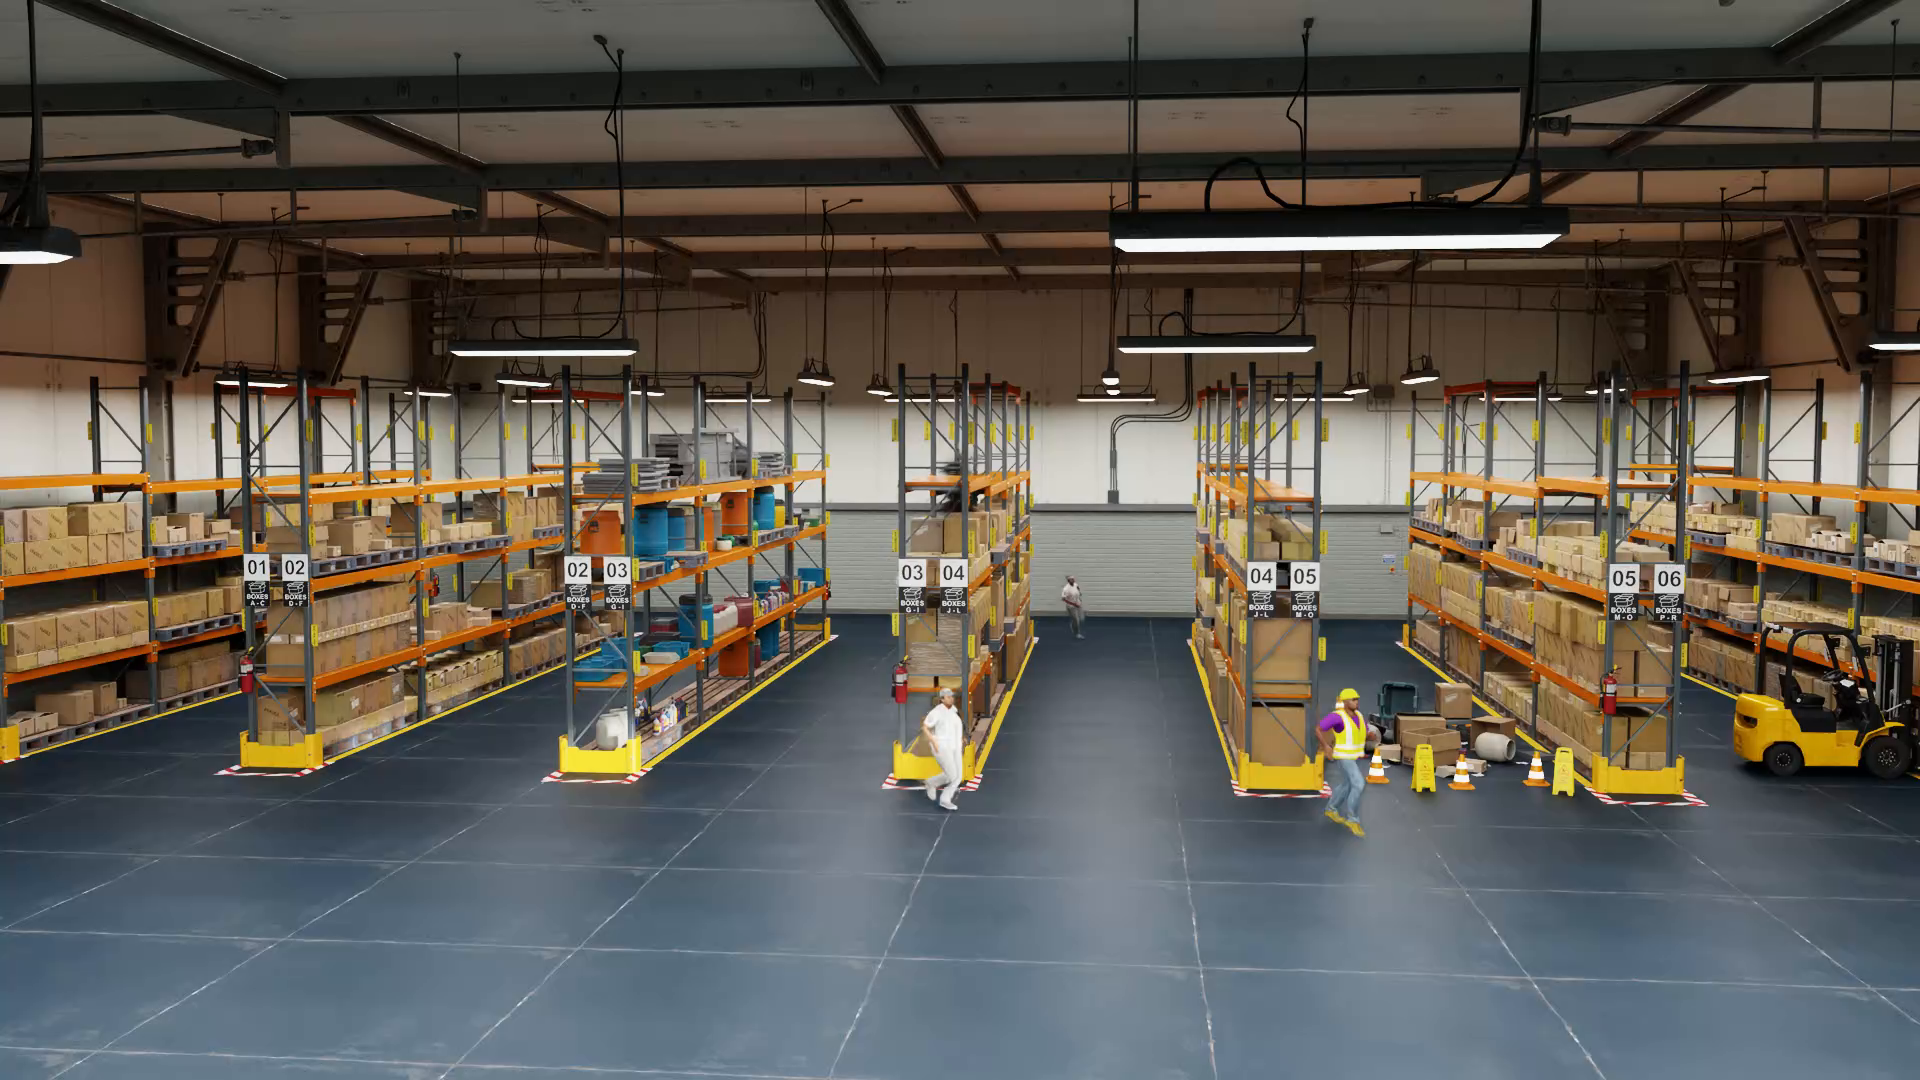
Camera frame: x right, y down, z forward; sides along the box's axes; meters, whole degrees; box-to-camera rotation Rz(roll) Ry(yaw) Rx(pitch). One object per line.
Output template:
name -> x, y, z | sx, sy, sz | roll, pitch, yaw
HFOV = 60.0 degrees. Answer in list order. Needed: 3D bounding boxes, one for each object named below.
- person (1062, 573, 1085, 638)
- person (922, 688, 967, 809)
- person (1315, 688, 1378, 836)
person -> 2.749, 1.600, 40.525 | 0.650, 1.612, 0.530 | -3, 5, -39
person -> -0.170, 2.778, 22.165 | 0.550, 1.627, 0.610 | 3, 5, 42
person -> 4.892, 2.778, 20.931 | 0.673, 1.832, 0.773 | -3, 5, -42
